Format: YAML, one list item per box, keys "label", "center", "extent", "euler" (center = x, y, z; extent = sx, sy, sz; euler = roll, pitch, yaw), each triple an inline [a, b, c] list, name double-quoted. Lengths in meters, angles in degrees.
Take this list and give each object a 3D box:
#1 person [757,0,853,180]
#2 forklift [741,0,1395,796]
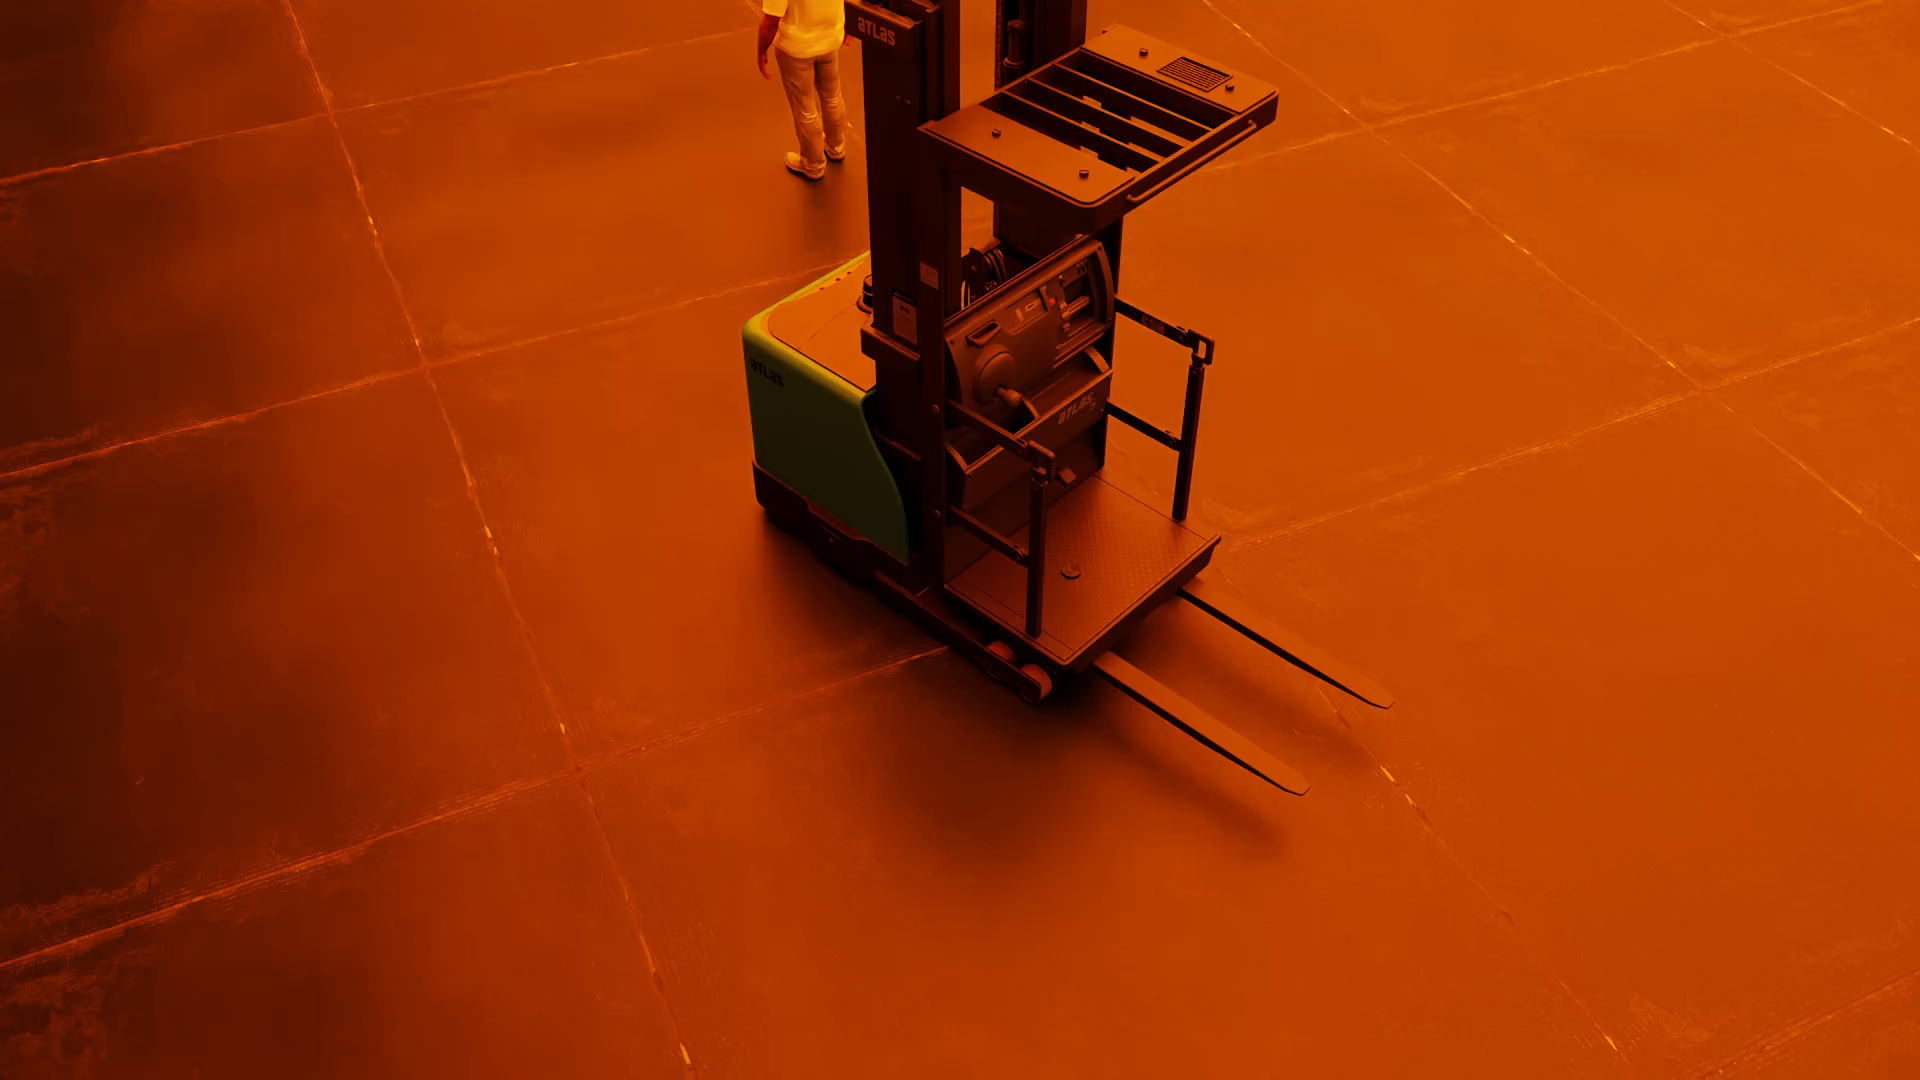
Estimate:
- label: "person"
  center: [-0.921, -2.935, 9.668]
  extent: [0.665, 1.766, 0.577]
  euler: [-27, 49, -26]
- label: "forklift"
  center: [0.445, -0.788, 6.525]
  extent: [3.031, 2.935, 1.130]
  euler: [32, 52, 30]
